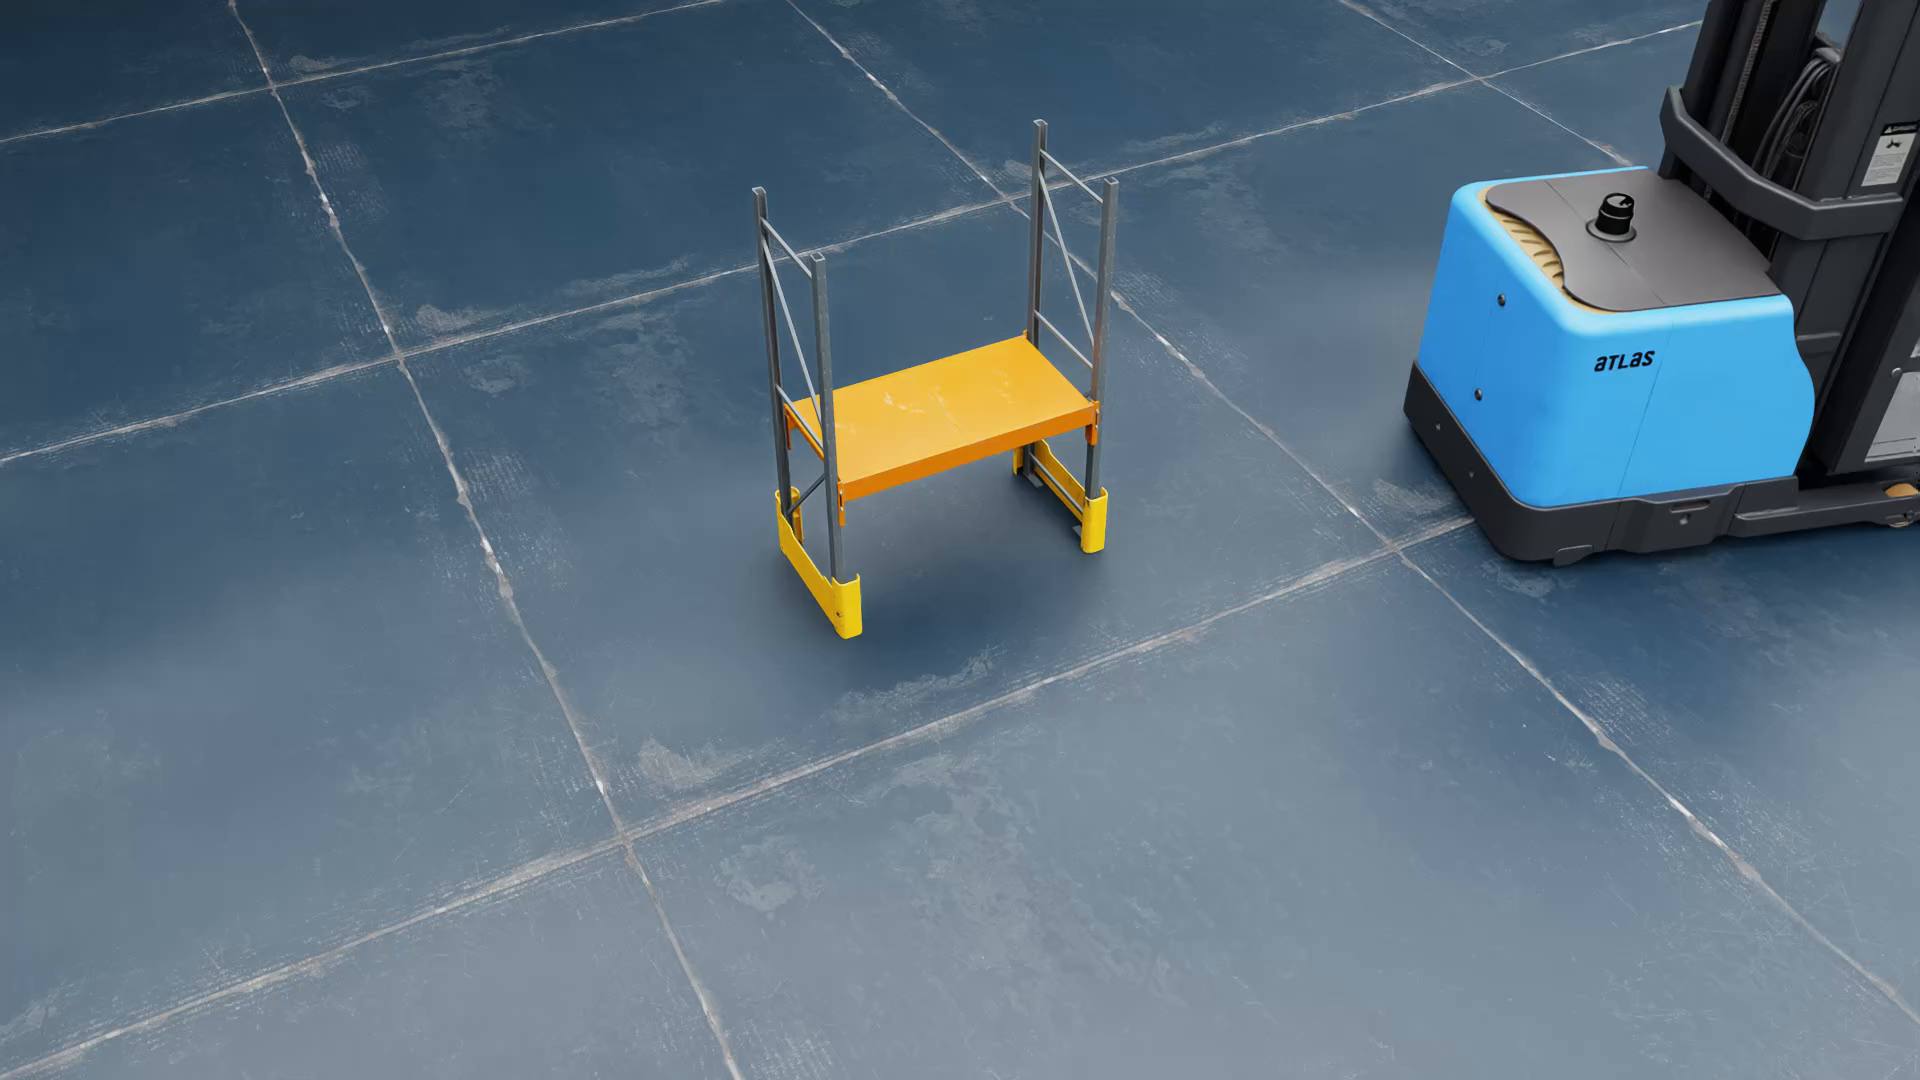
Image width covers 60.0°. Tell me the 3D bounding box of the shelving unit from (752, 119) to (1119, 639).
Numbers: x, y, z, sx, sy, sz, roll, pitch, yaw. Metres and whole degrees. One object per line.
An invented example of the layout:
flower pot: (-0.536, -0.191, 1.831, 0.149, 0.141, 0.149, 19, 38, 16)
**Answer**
shelving unit: (-0.068, -0.550, 5.739, 1.083, 1.500, 0.587, -19, 44, -21)

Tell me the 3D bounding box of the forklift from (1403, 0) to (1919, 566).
forklift: (3.372, -1.496, 5.749, 3.031, 2.935, 1.130, -7, 41, -8)

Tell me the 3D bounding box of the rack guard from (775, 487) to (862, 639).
rack guard: (-0.509, 0.076, 5.967, 0.087, 0.250, 0.587, -19, 44, -21)

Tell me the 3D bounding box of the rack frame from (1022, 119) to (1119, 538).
rack frame: (0.375, -0.699, 5.915, 0.032, 1.500, 0.500, -19, 44, -21)

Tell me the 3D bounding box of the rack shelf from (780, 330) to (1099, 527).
rack shelf: (-0.076, -0.410, 5.852, 1.000, 0.185, 0.538, -19, 44, -21)

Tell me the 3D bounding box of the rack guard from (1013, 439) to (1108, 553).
rack guard: (0.374, -0.221, 6.318, 0.087, 0.250, 0.587, -19, 44, -21)

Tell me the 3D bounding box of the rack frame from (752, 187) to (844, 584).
rack frame: (-0.527, -0.395, 5.556, 0.032, 1.500, 0.500, -19, 44, -21)
